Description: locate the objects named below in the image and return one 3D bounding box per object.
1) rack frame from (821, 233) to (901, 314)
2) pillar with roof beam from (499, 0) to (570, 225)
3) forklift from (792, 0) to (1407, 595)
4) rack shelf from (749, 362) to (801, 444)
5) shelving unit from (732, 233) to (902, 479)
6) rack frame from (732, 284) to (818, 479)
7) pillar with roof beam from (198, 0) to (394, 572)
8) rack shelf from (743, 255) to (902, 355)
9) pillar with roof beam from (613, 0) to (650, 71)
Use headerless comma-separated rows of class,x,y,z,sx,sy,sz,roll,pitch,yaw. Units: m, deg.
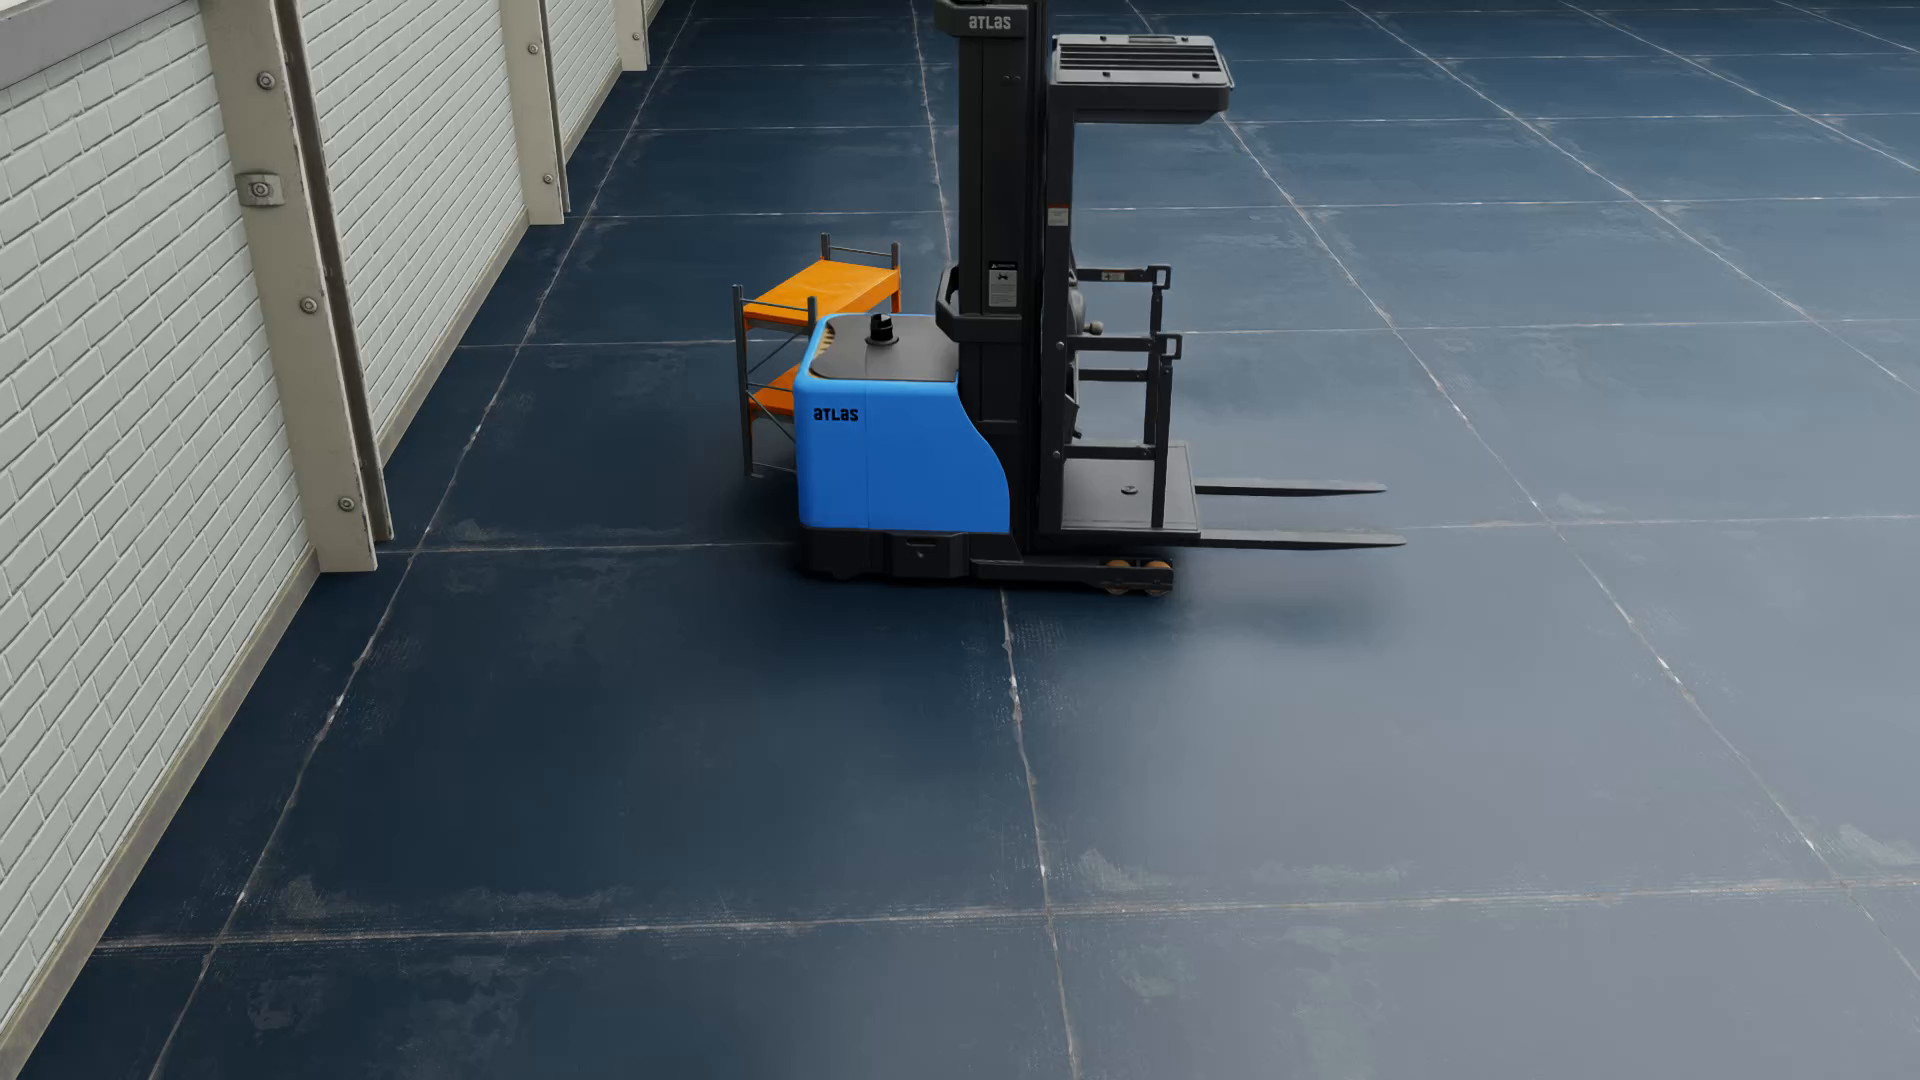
rack frame,-0.580,-1.256,9.943,0.500,1.125,0.032,12,30,21
pillar with roof beam,0.849,-6.796,12.049,9.100,9.000,0.400,-1,28,-3
forklift,0.724,-1.281,8.036,3.031,2.935,1.130,2,28,3
rack shelf,-0.785,-0.825,9.643,0.538,0.278,1.000,12,30,21
shelving unit,-0.785,-1.041,9.530,0.538,1.125,1.048,12,30,21
rack frame,-0.990,-0.826,9.118,0.500,1.125,0.032,12,30,21
pillar with roof beam,1.162,-4.025,6.737,9.100,9.000,0.400,-1,28,-3
rack shelf,-0.785,-1.301,9.395,0.538,0.278,1.000,12,30,21
pillar with roof beam,0.535,-9.567,17.362,9.100,9.000,0.400,-1,28,-3
